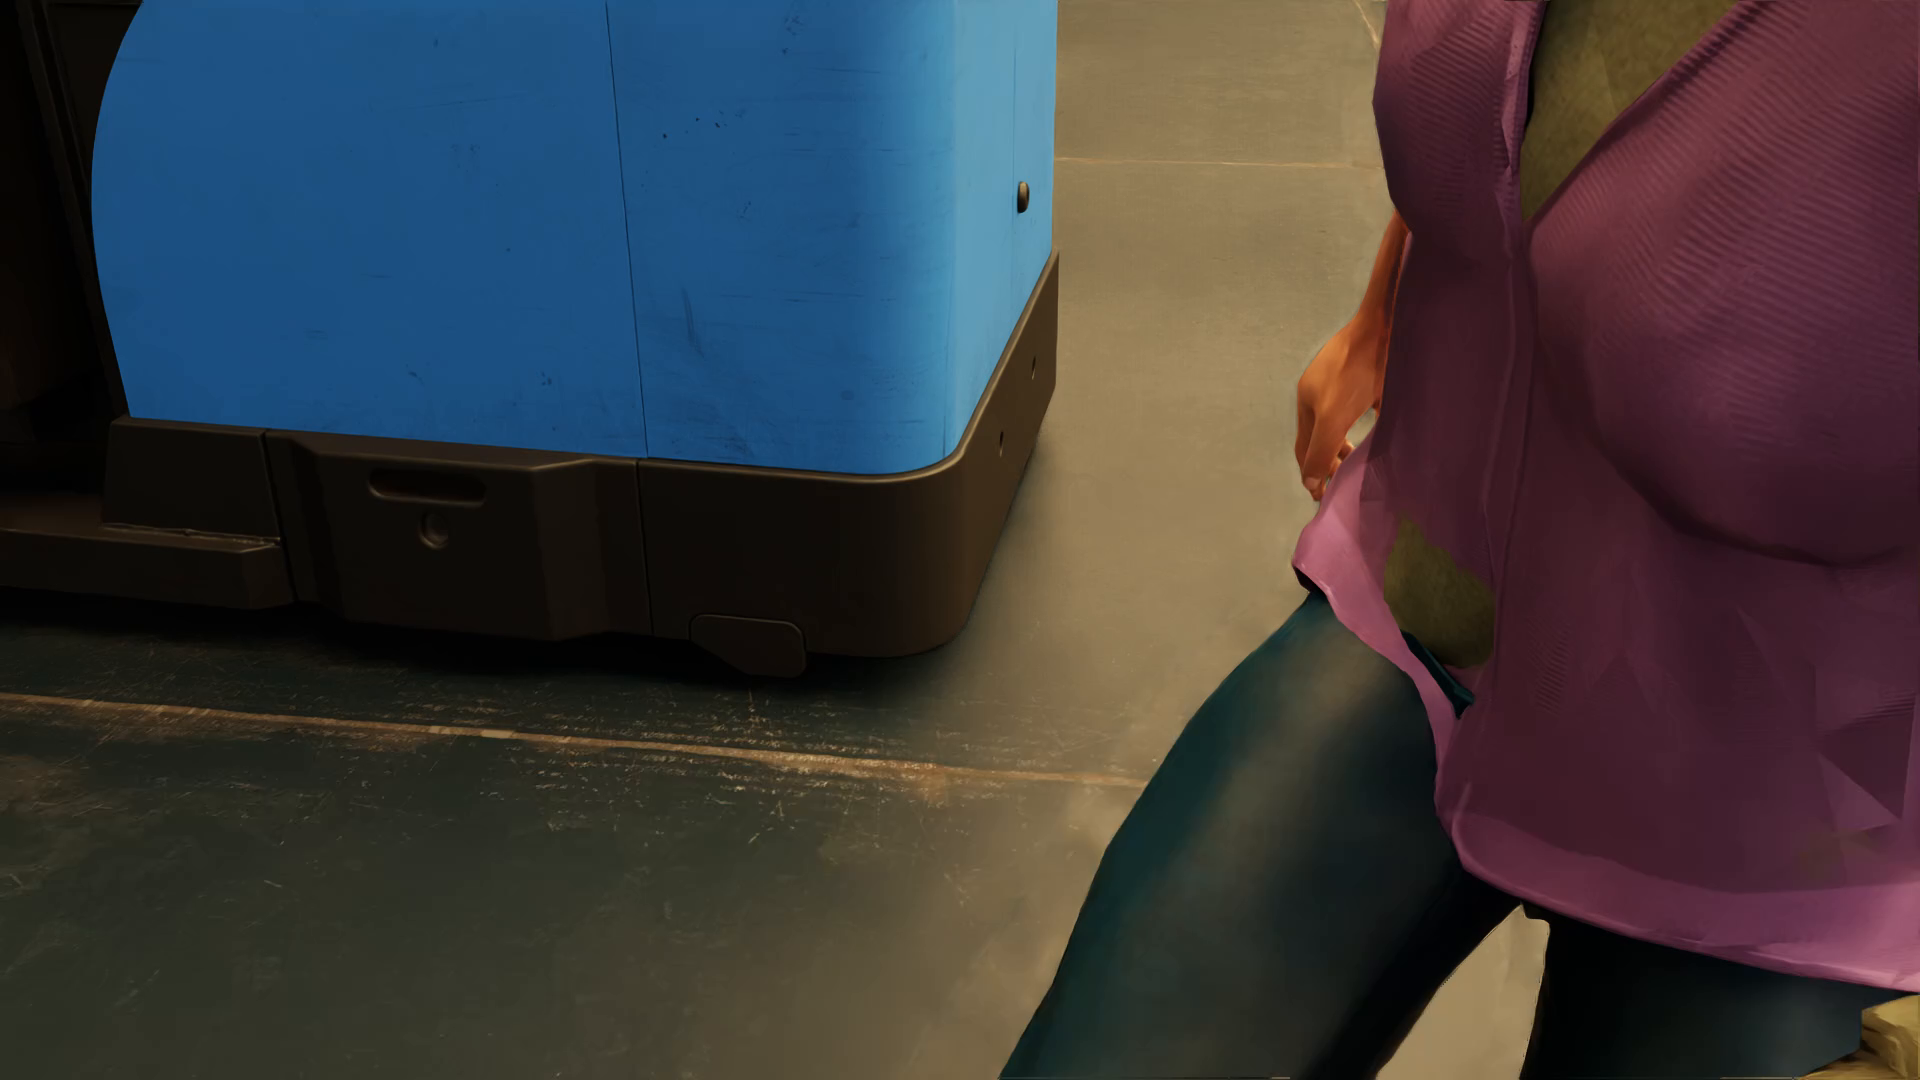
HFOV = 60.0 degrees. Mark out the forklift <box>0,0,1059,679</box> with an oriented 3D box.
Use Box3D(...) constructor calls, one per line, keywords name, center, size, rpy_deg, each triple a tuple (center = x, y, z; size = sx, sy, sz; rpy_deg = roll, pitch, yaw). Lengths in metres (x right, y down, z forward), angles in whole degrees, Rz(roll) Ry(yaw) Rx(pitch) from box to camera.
Box3D(name="forklift", center=(-1.404, -1.450, 2.123), size=(3.031, 2.935, 1.130), rpy_deg=(5, 27, 10))
